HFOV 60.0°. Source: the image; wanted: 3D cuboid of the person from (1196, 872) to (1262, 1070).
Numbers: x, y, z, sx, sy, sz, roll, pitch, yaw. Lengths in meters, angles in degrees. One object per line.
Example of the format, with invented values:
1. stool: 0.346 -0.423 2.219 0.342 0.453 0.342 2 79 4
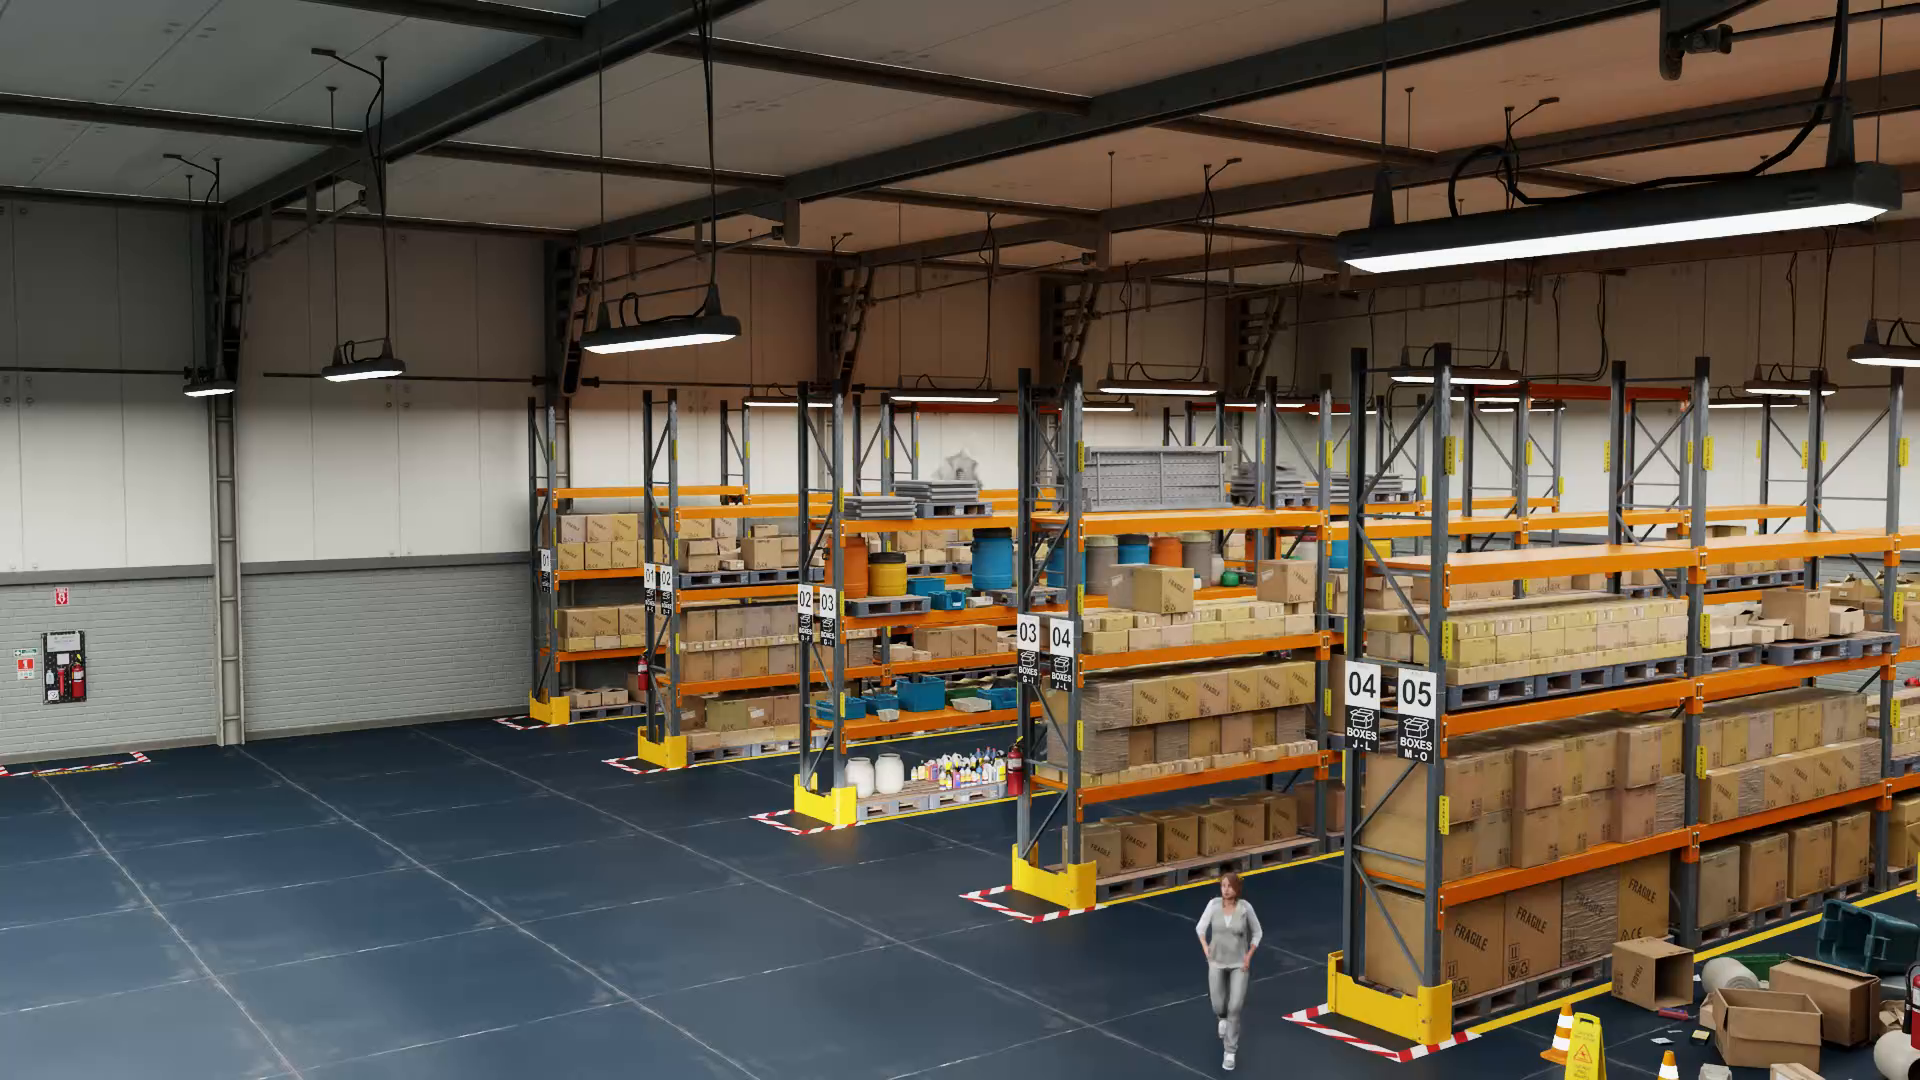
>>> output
1. person: 2.249 3.567 13.951 0.551 1.586 0.638 1 4 16

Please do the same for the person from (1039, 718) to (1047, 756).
1. person: 1.653 2.662 27.535 0.810 1.765 0.676 -2 4 -34

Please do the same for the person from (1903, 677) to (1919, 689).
1. person: 13.876 2.866 24.235 0.629 1.741 0.666 -3 4 -37
